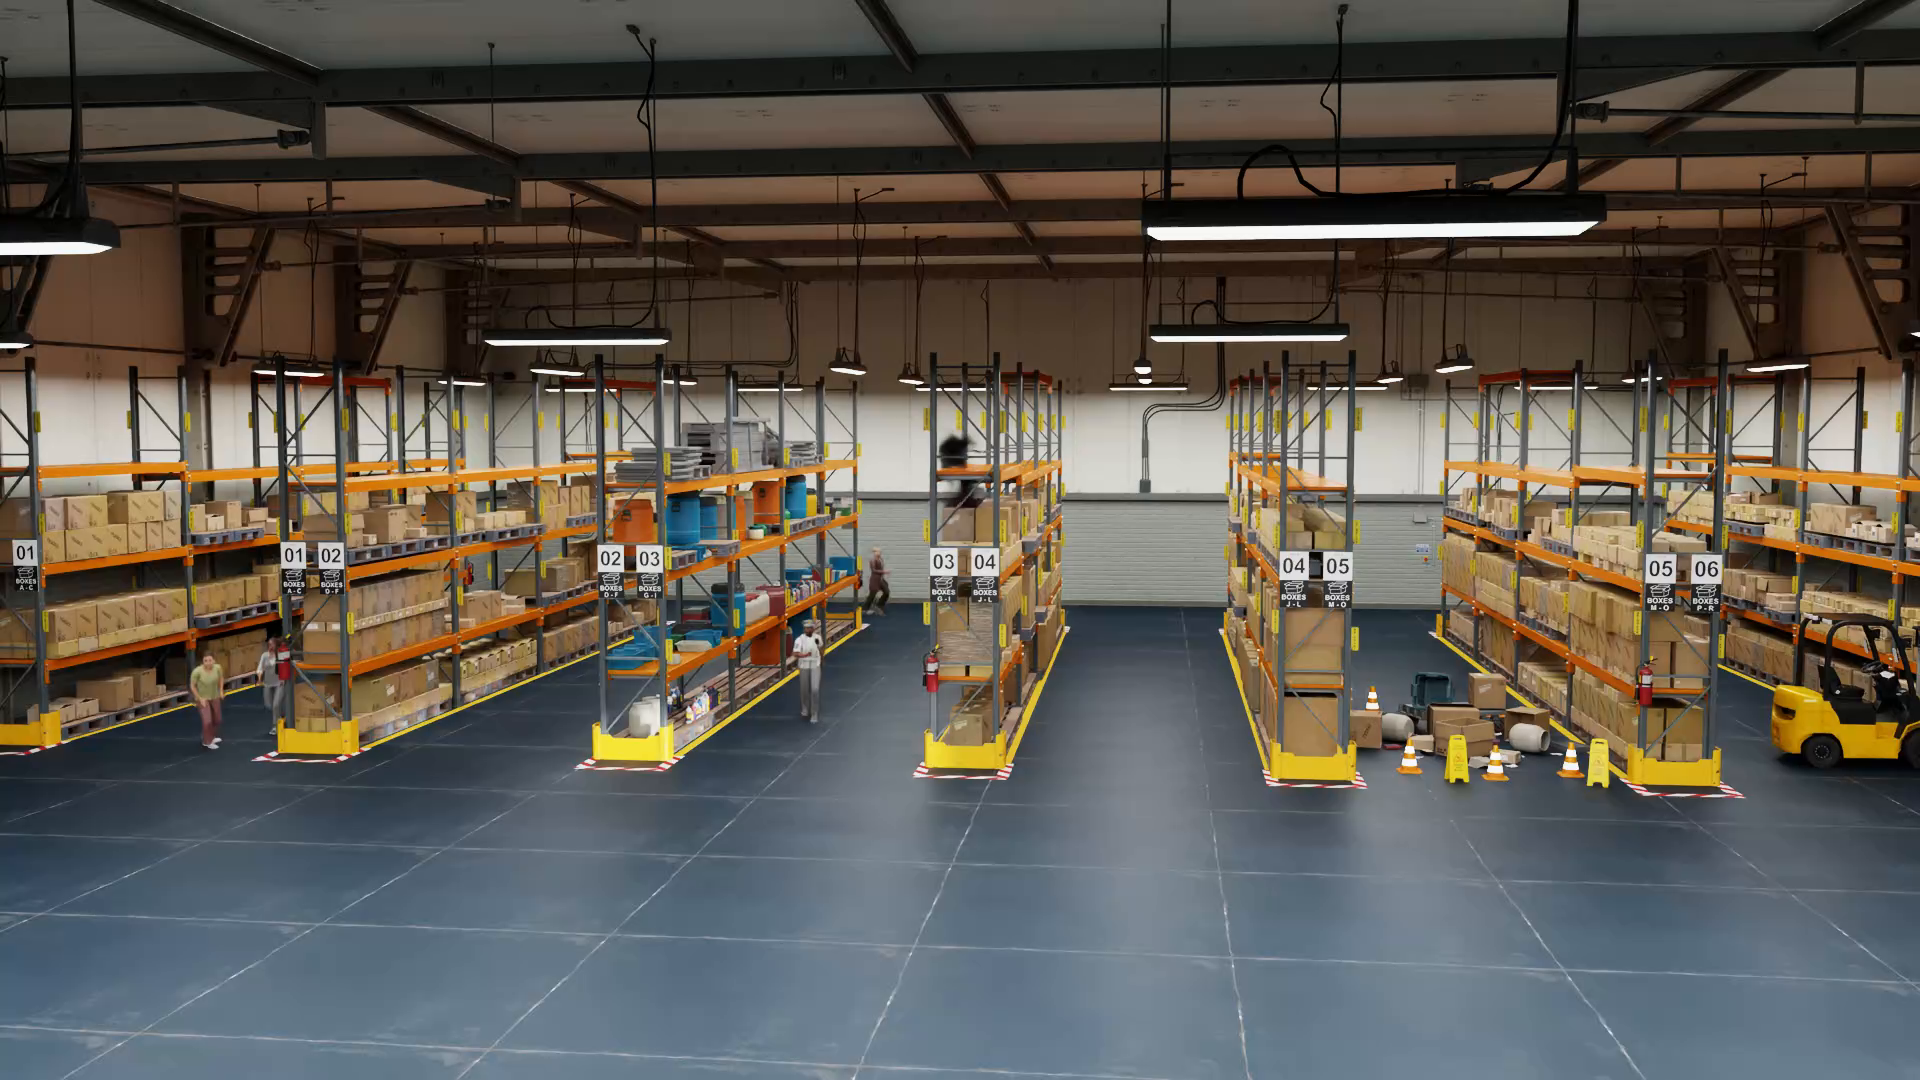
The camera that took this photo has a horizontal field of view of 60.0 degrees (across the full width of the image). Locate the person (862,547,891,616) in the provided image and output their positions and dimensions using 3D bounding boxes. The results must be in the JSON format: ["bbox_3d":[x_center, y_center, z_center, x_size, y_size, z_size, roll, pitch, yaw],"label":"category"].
[{"bbox_3d":[-2.128,1.129,42.999,0.881,1.718,0.661,2,5,28],"label":"person"}]

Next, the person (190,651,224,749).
[{"bbox_3d":[-11.531,2.431,25.441,0.767,1.557,0.595,3,5,38],"label":"person"}]

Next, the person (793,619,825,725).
[{"bbox_3d":[-2.529,2.177,27.888,0.537,1.741,0.861,-1,4,-8],"label":"person"}]

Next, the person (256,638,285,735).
[{"bbox_3d":[-11.053,2.338,26.856,0.547,1.549,0.577,0,4,-7],"label":"person"}]
